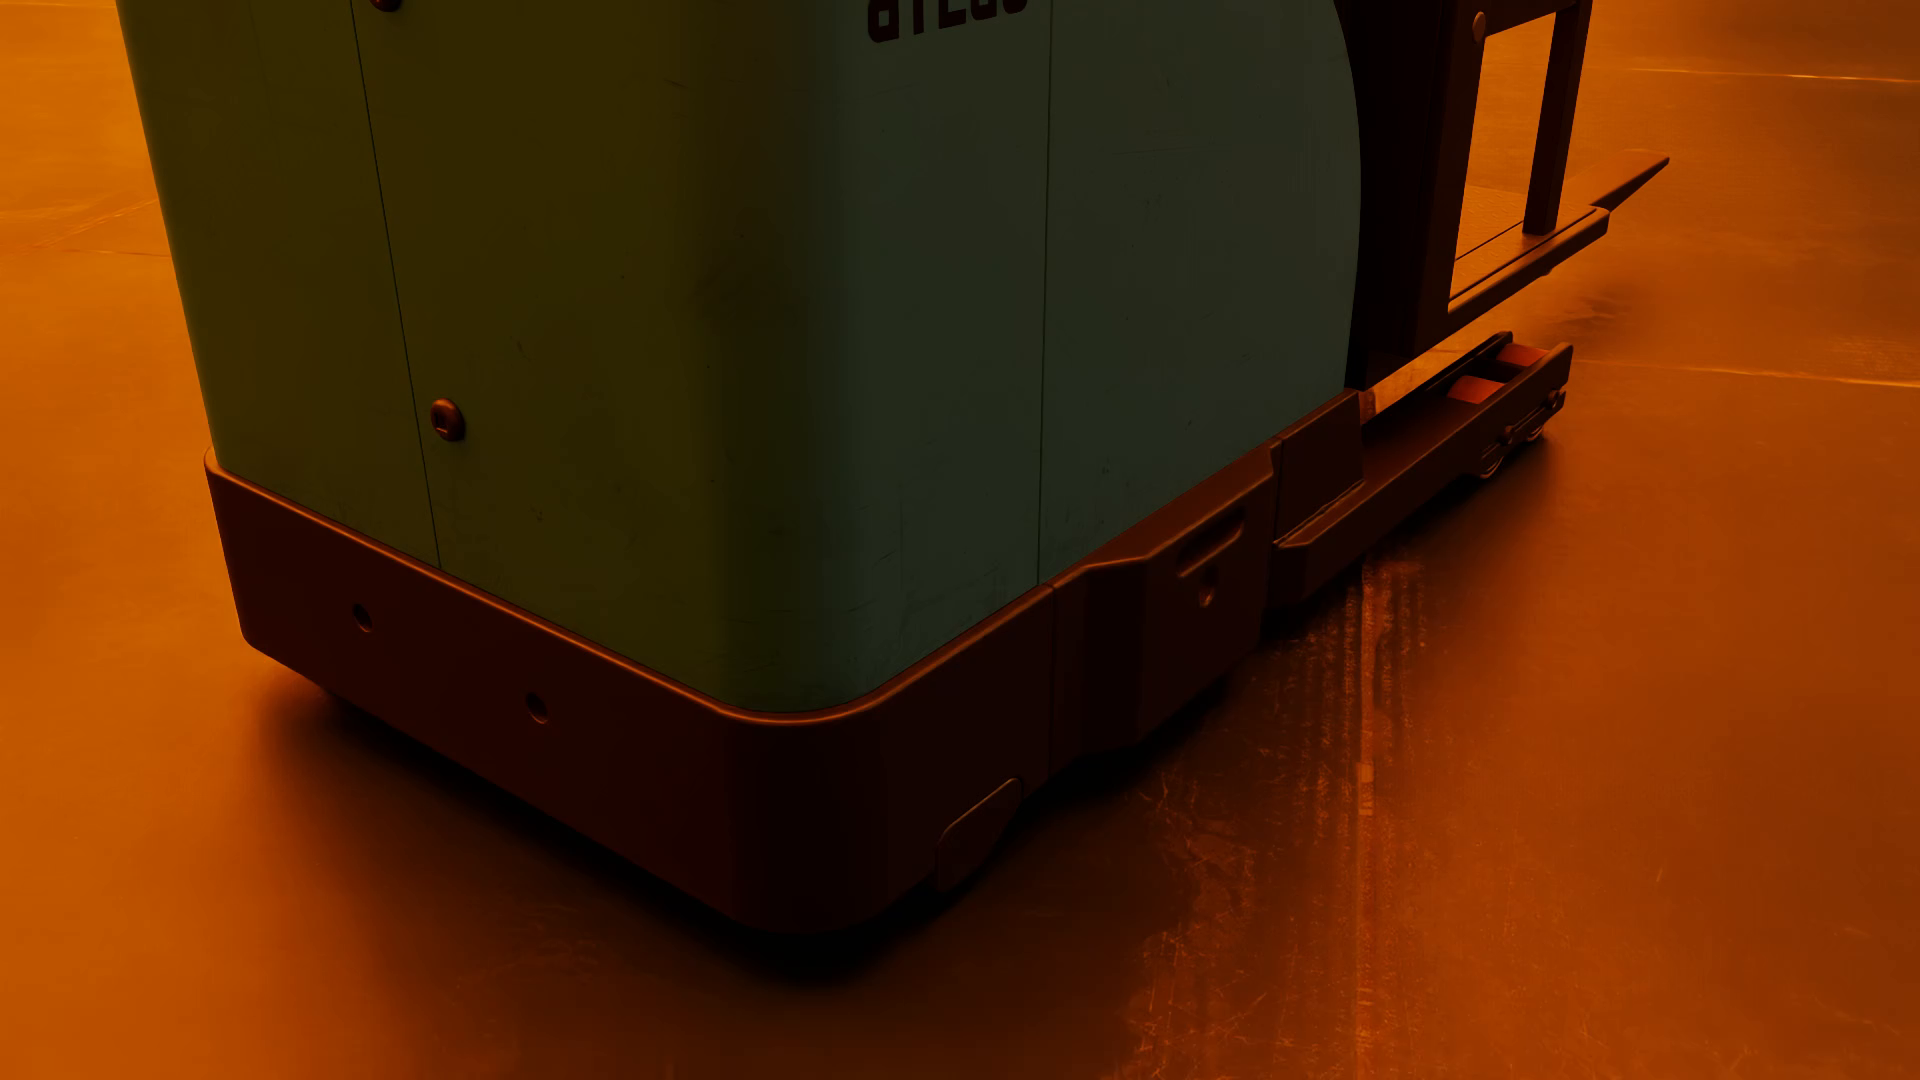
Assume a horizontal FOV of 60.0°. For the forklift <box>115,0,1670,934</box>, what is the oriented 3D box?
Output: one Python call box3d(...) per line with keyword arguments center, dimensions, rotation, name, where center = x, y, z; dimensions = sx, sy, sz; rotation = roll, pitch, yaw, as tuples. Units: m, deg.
box3d(center=(0.385, -1.529, 2.278), dimensions=(1.130, 2.935, 3.031), rotation=(19, 33, 33), name="forklift")
